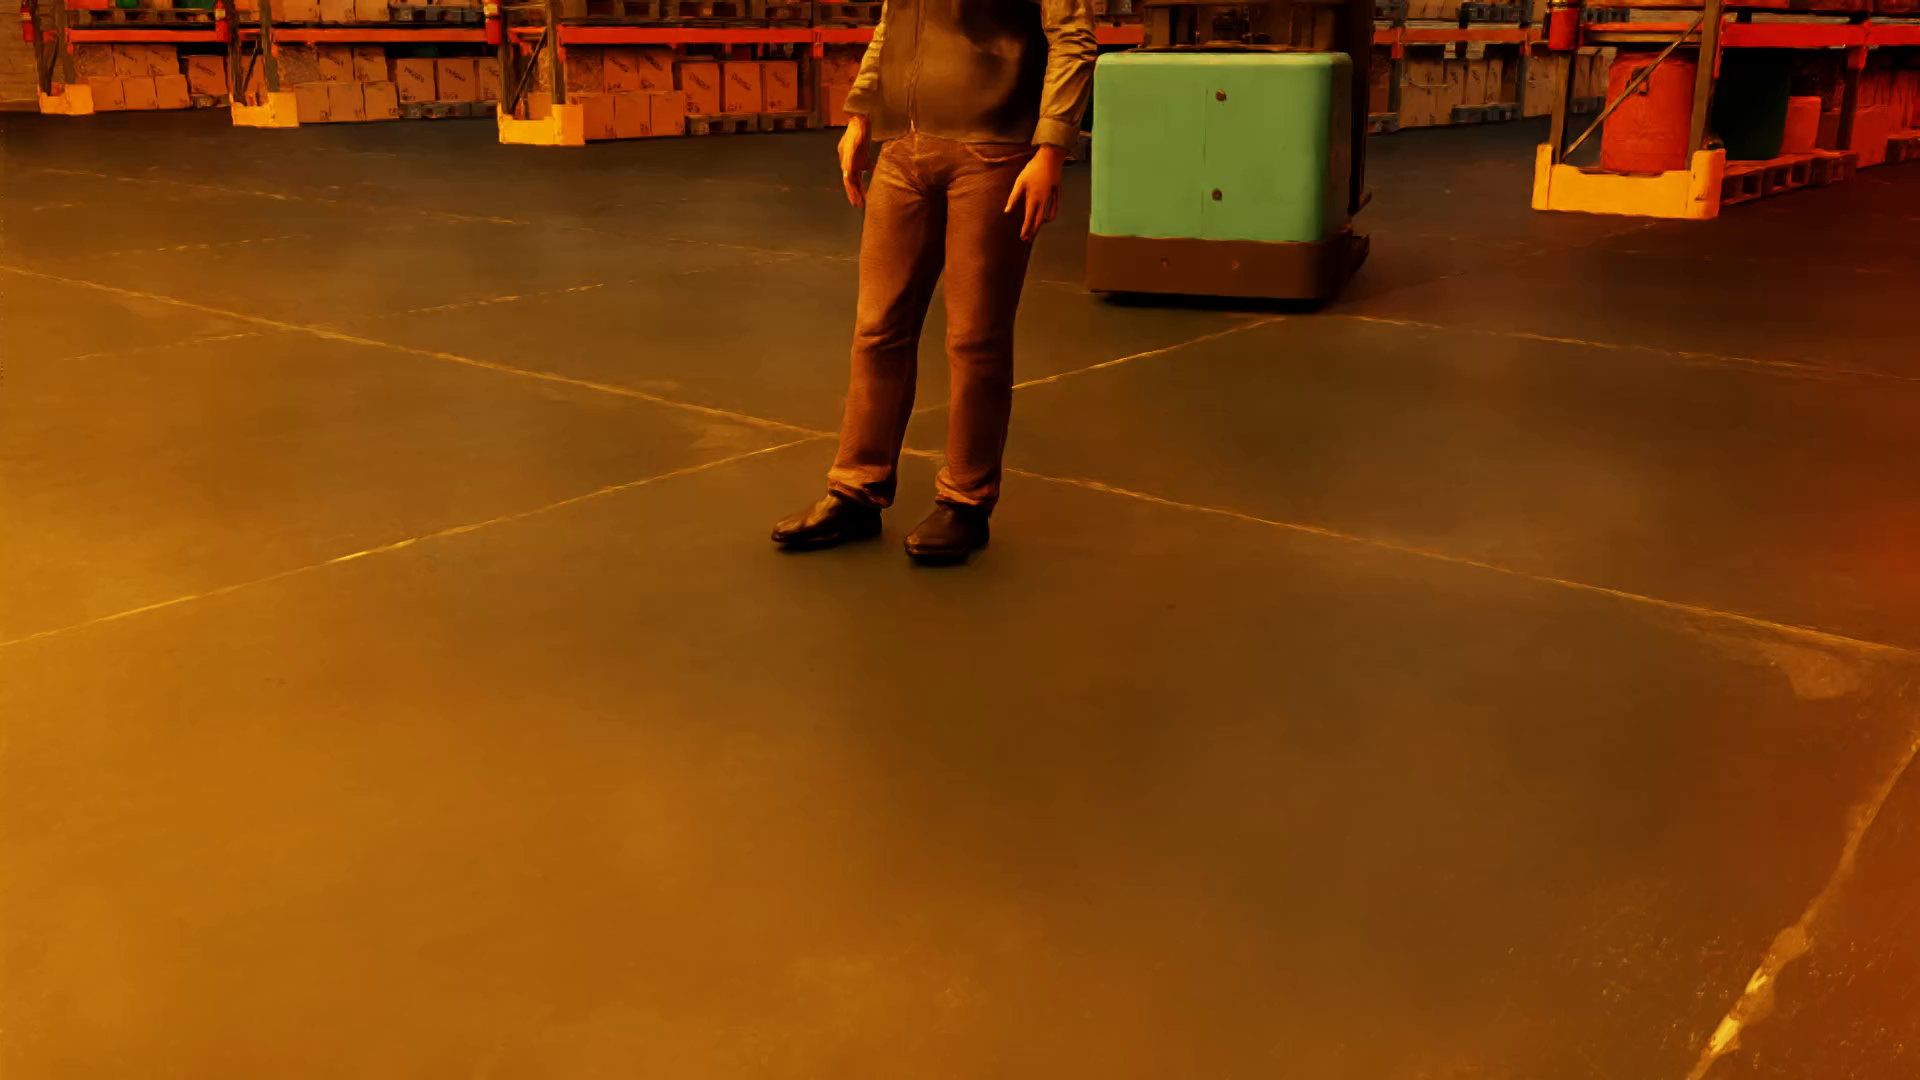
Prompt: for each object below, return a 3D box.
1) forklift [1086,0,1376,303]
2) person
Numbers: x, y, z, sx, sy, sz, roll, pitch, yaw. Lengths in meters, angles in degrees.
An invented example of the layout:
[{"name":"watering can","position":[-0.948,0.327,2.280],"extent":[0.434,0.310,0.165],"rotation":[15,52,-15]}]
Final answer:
[{"name":"forklift","position":[1.506,-2.813,8.161],"extent":[1.130,2.935,3.031],"rotation":[5,18,17]},{"name":"person","position":[-0.046,-0.818,3.649],"extent":[0.632,1.720,0.567],"rotation":[13,21,37]}]
